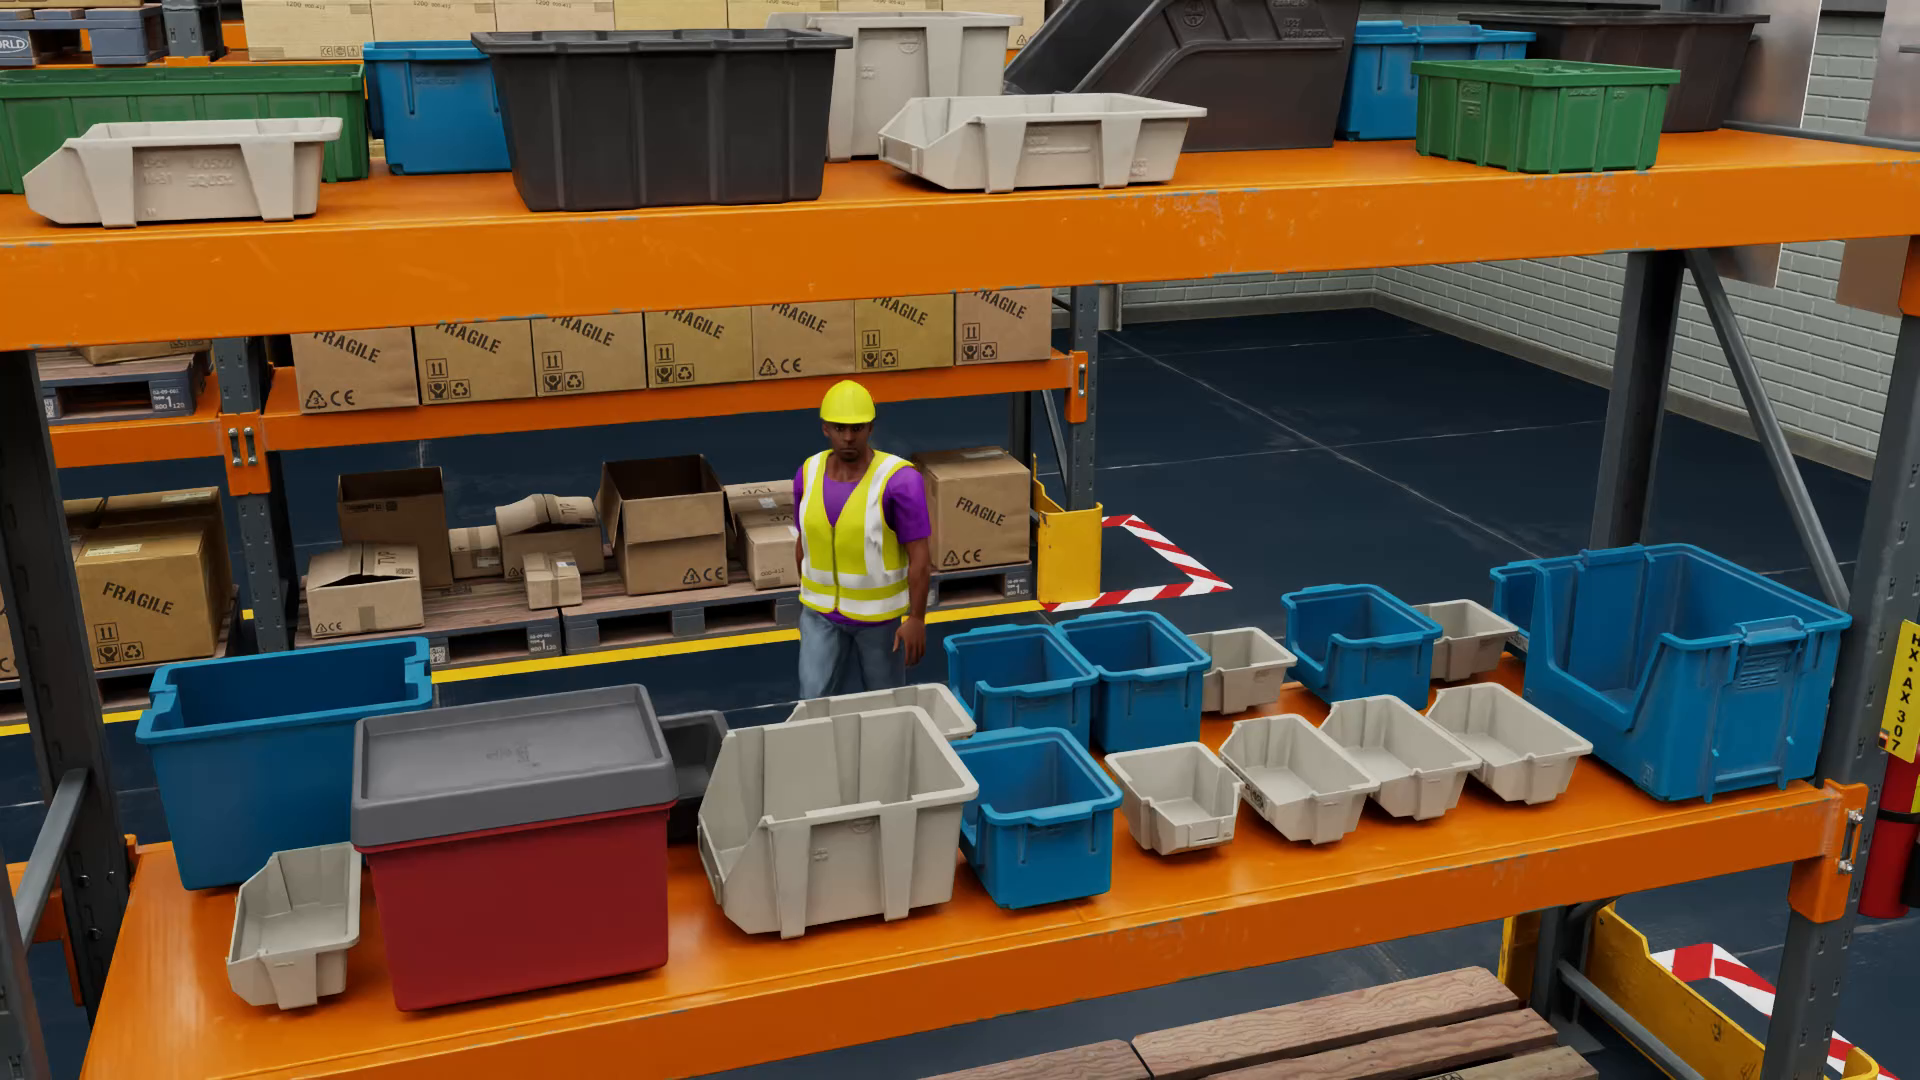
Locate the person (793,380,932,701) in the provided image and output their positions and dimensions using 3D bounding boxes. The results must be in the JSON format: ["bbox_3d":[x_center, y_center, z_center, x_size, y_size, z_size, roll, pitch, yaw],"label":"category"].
[{"bbox_3d":[-0.381,0.250,6.326,0.606,1.741,0.947,8,21,22],"label":"person"}]
